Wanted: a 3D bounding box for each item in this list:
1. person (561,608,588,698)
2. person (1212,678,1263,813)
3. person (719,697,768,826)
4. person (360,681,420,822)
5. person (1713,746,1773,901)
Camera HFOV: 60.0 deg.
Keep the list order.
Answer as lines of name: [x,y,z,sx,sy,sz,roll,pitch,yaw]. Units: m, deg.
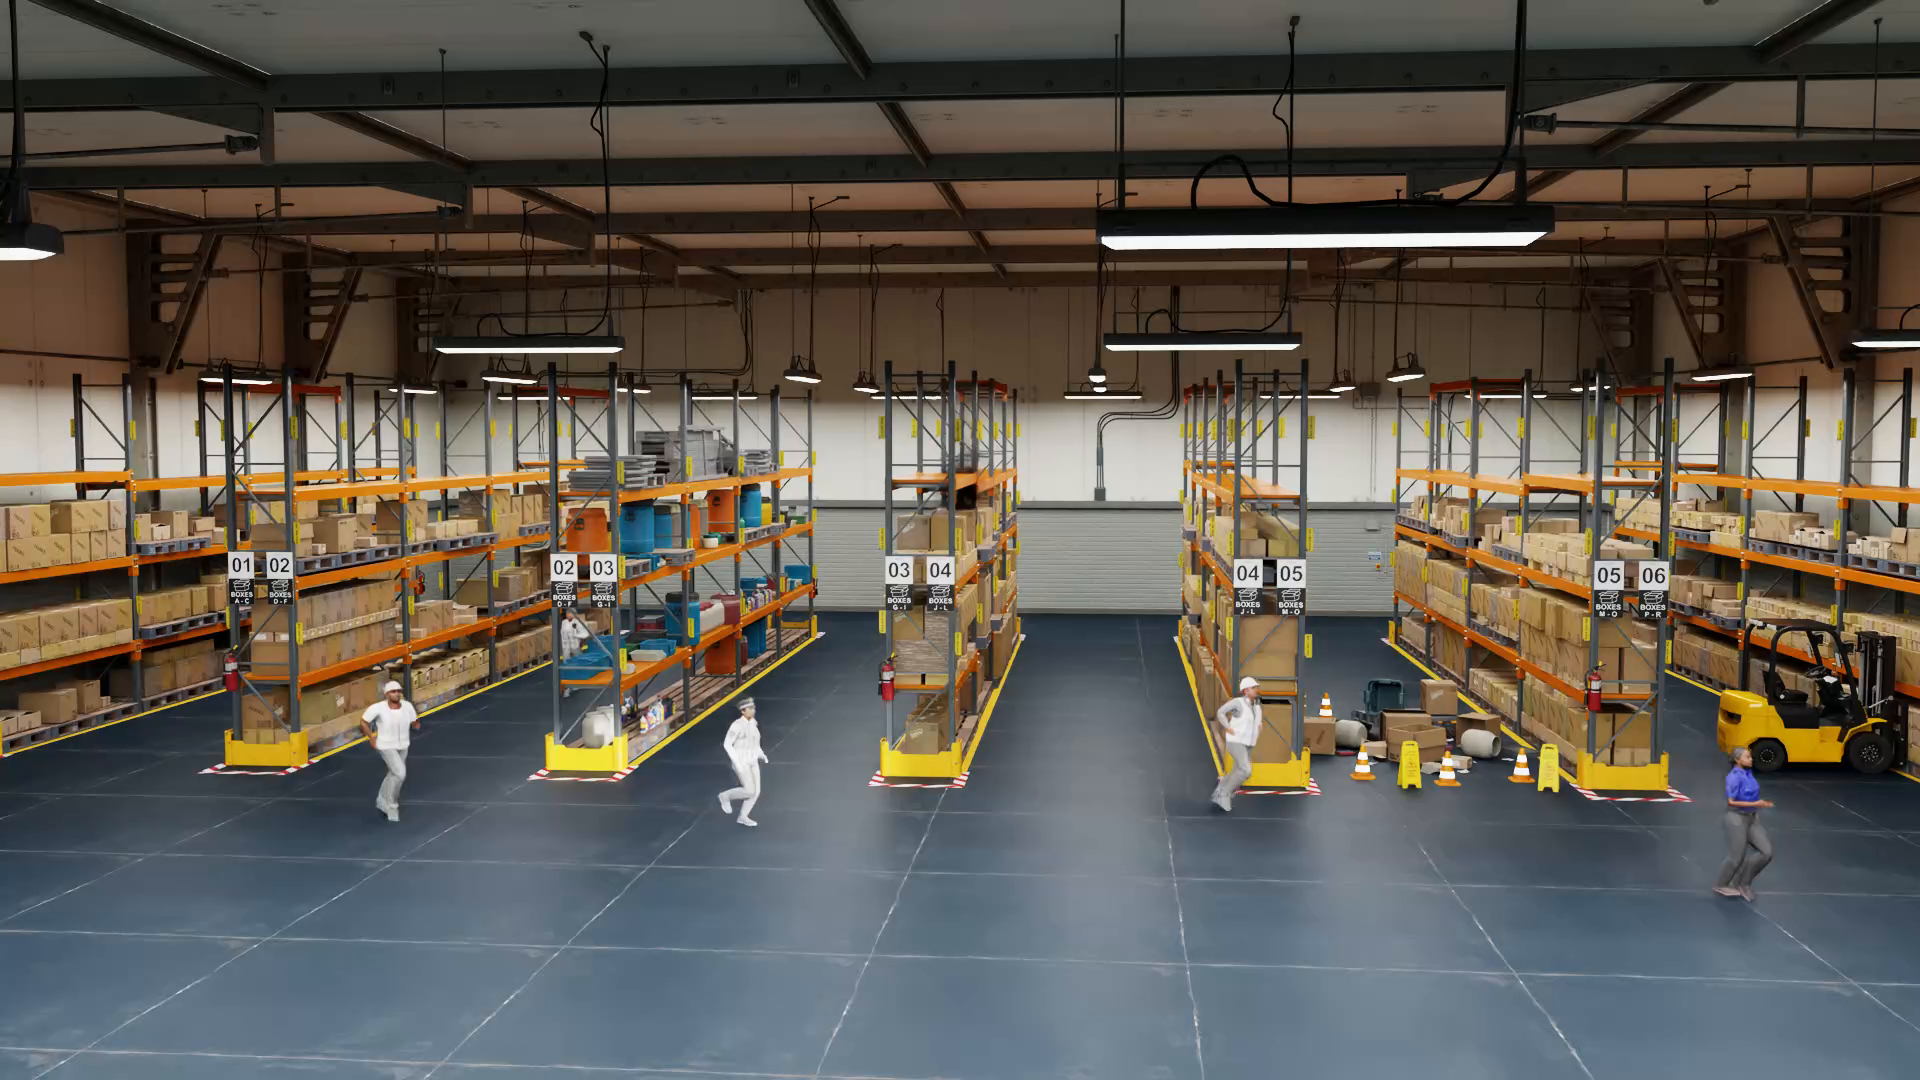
person: [-7.313,2.097,31.472,0.584,1.754,0.743,0,4,1]
person: [3.716,2.690,22.003,0.705,1.747,0.664,-3,5,-41]
person: [-2.755,2.802,21.115,0.584,1.644,0.601,2,4,32]
person: [-7.306,2.725,21.514,0.749,1.825,0.661,3,5,36]
person: [8.350,3.027,17.655,0.556,1.670,0.642,-3,5,-35]
